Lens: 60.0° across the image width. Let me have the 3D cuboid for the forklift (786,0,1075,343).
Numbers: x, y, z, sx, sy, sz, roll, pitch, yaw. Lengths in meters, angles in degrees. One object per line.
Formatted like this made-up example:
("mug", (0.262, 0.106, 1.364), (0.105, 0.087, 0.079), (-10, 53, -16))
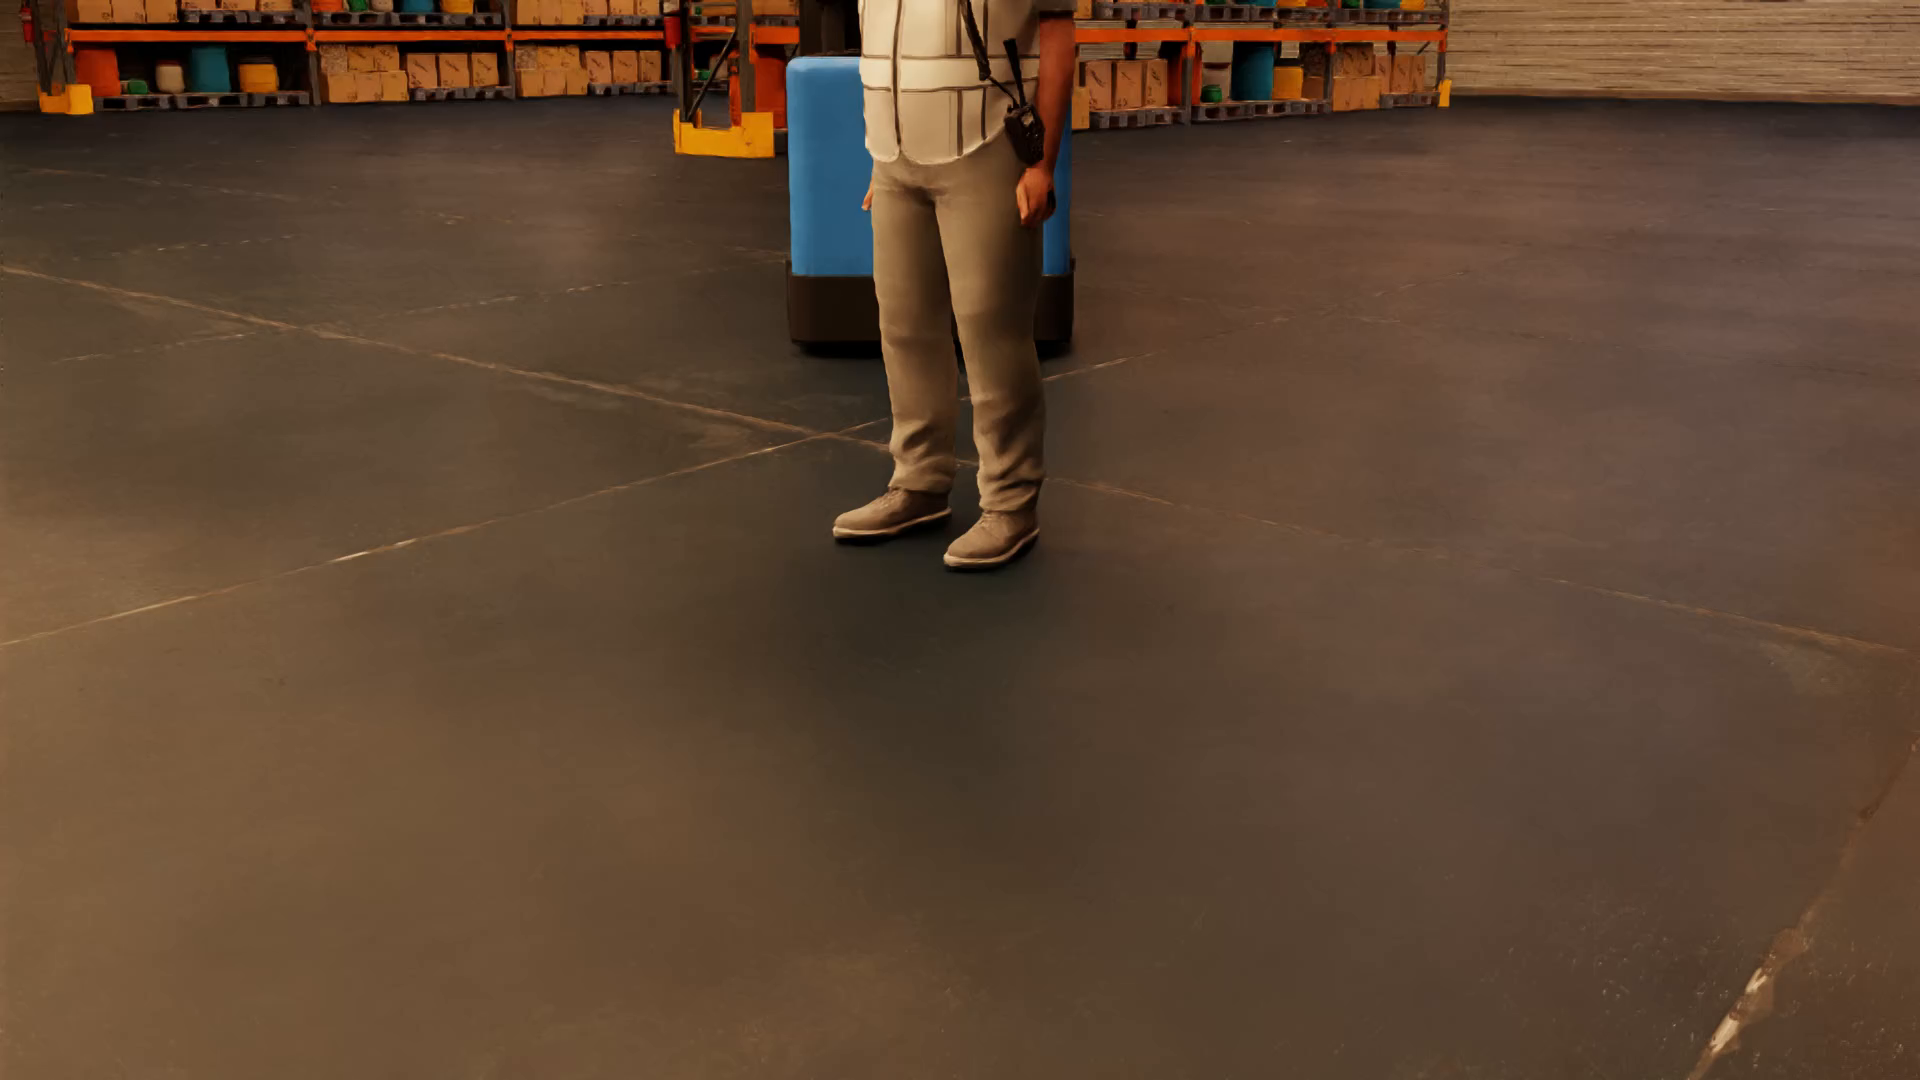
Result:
("forklift", (-0.136, -2.502, 7.138), (1.130, 2.935, 3.031), (0, 17, -1))

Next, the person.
("person", (-0.010, -0.843, 3.673), (0.523, 1.773, 0.396), (13, 21, 37))
